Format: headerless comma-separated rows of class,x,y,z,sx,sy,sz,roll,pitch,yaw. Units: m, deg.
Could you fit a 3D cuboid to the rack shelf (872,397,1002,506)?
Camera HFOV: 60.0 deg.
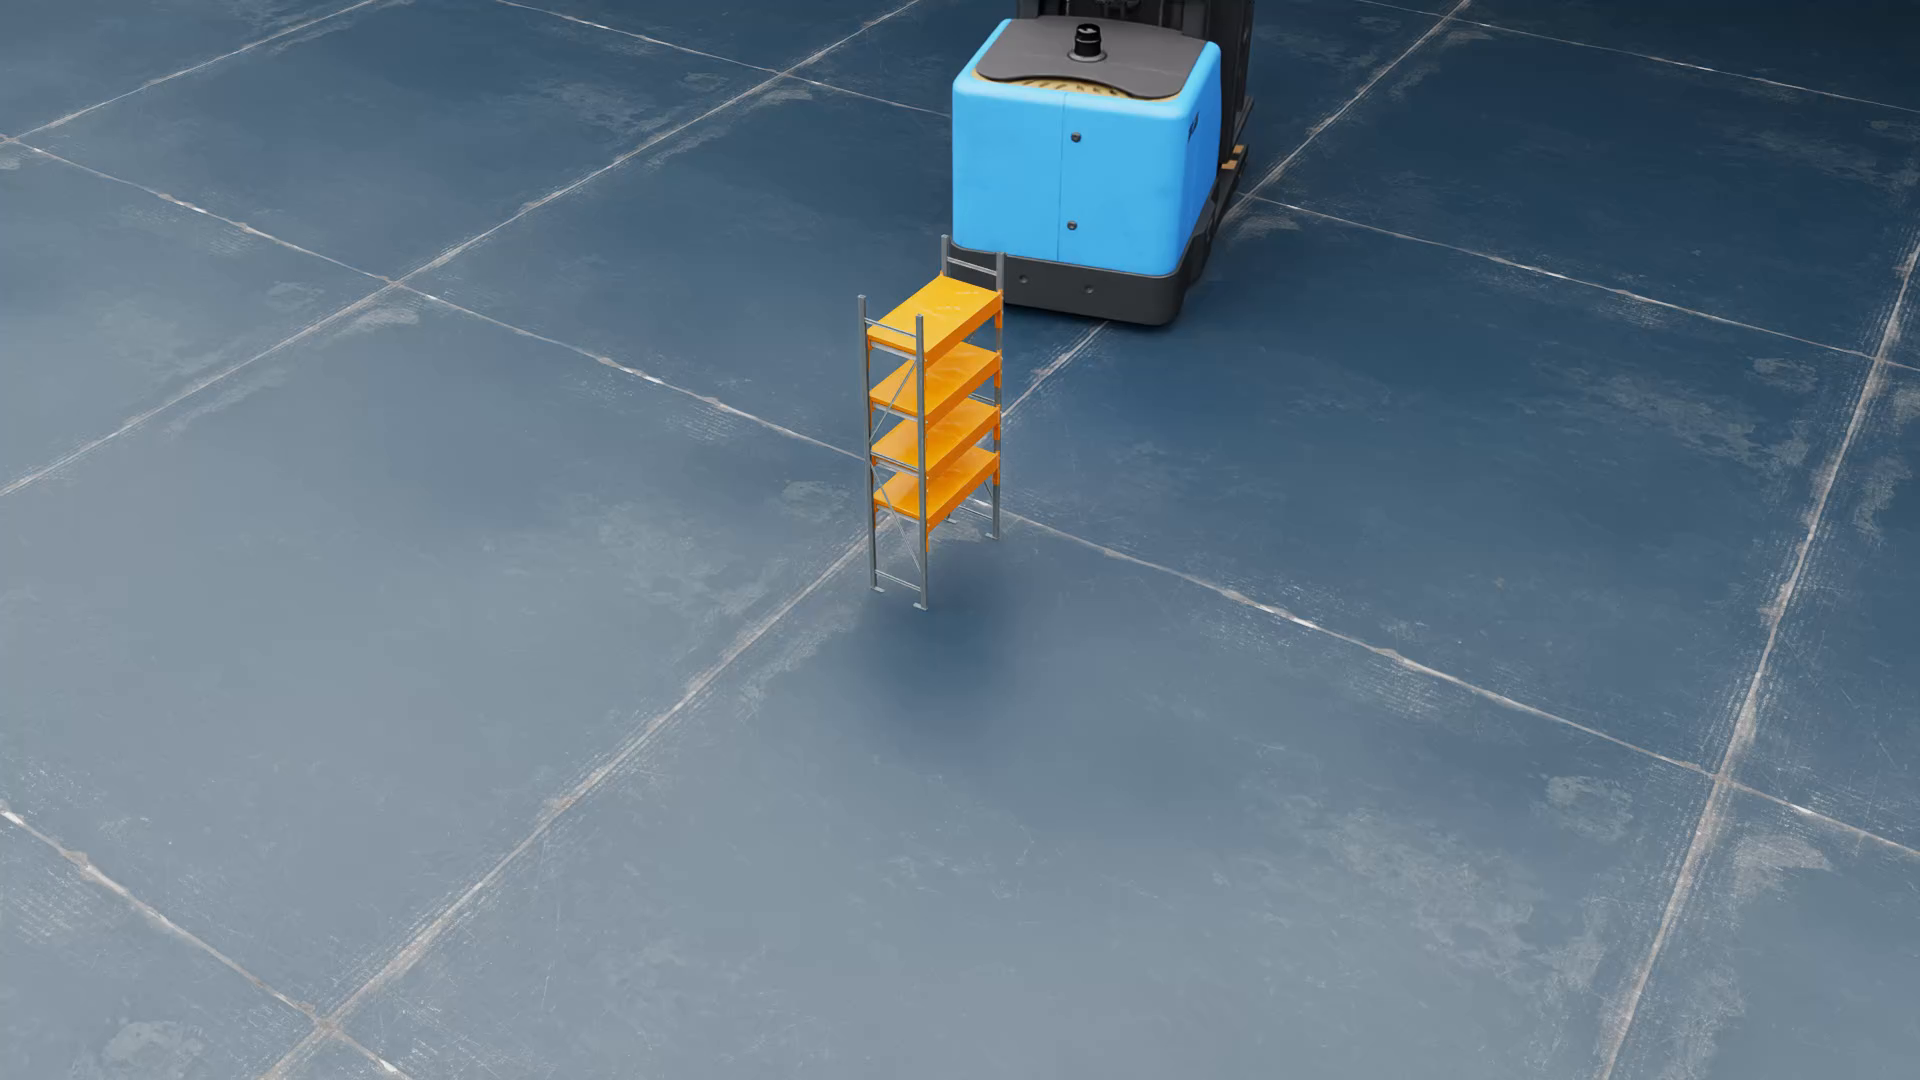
rack shelf,-0.089,-0.337,5.814,0.258,0.148,0.480,21,42,25

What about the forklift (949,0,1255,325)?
forklift,0.879,-3.016,7.762,1.130,2.935,3.031,11,39,14

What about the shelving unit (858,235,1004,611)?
shelving unit,-0.089,-0.390,5.773,0.258,1.200,0.503,21,42,25

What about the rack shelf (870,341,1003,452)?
rack shelf,-0.089,-0.514,5.677,0.258,0.148,0.480,21,42,25

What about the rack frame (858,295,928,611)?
rack frame,-0.219,-0.264,5.610,0.240,1.200,0.015,21,42,25

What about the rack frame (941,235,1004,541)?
rack frame,0.042,-0.516,5.936,0.240,1.200,0.015,21,42,25

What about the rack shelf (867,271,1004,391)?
rack shelf,-0.089,-0.701,5.533,0.258,0.148,0.480,21,42,25

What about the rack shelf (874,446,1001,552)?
rack shelf,-0.089,-0.179,5.935,0.258,0.148,0.480,21,42,25
